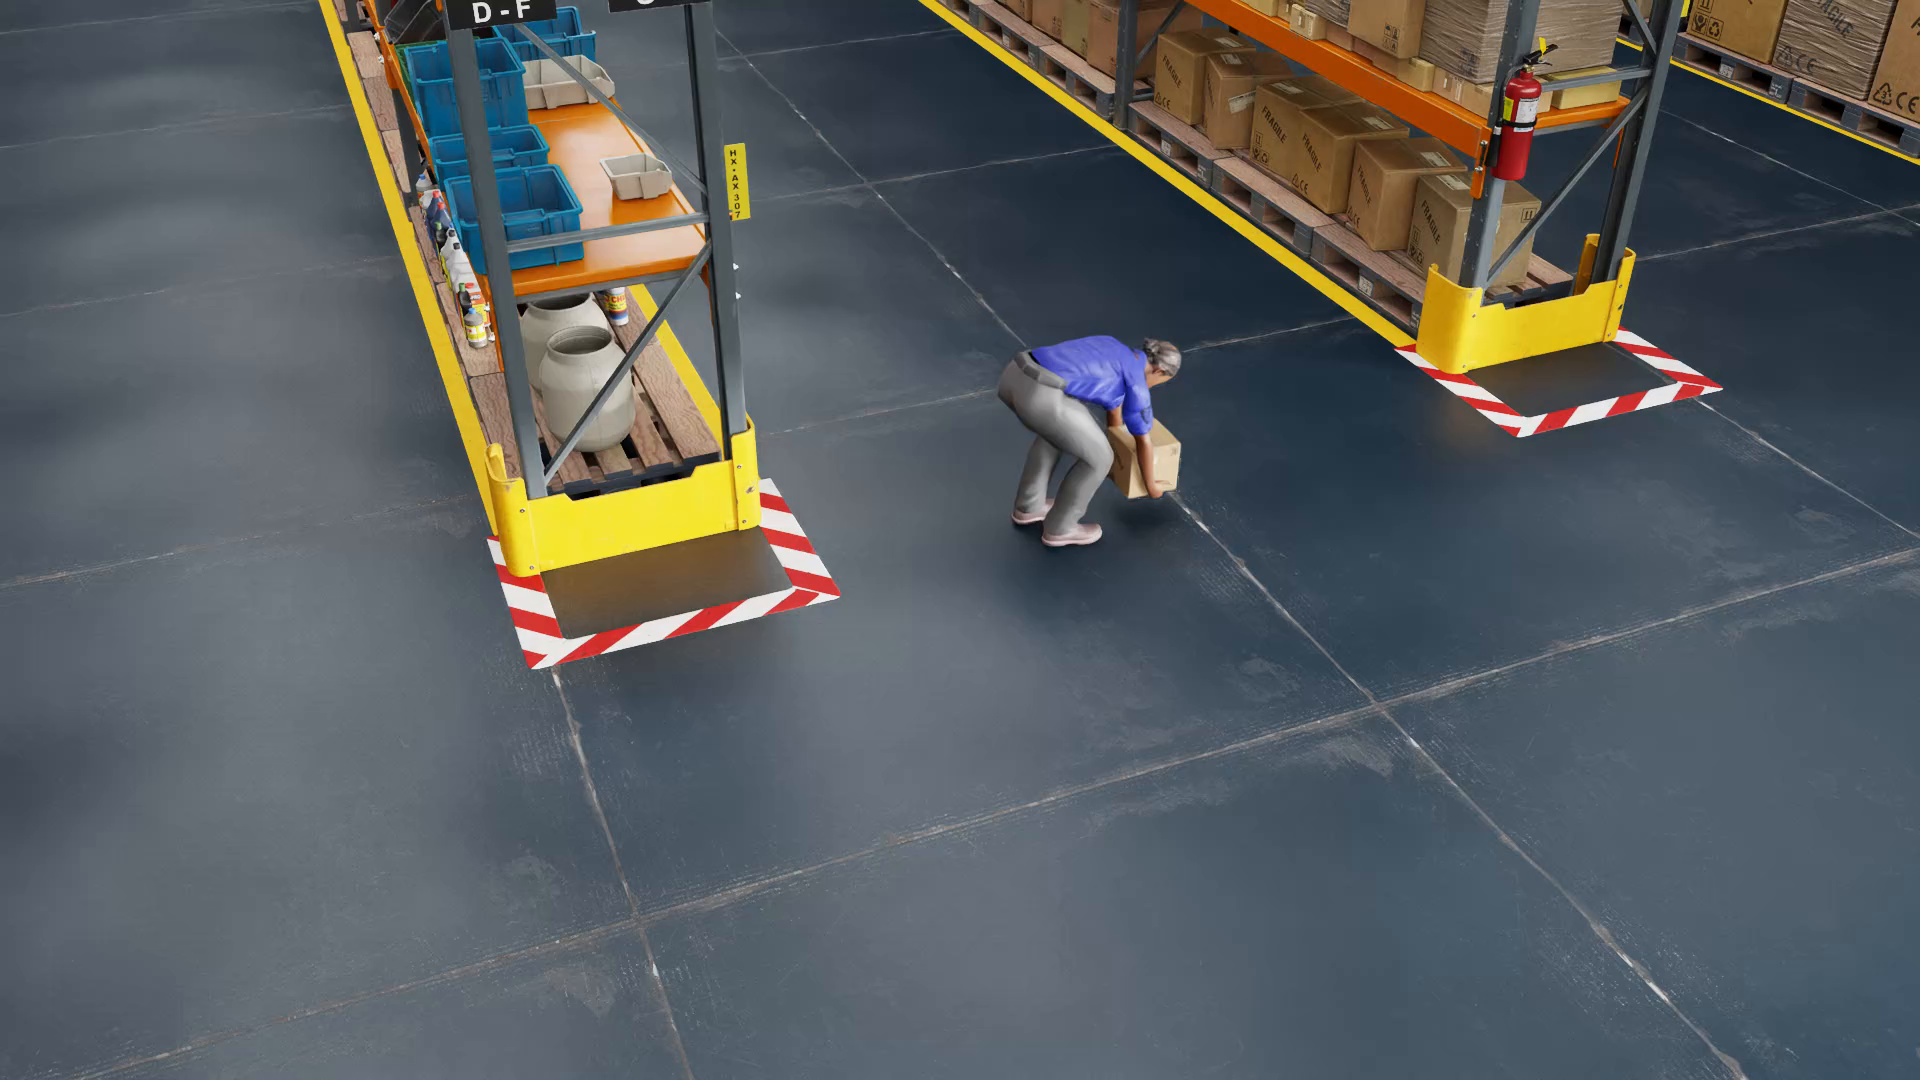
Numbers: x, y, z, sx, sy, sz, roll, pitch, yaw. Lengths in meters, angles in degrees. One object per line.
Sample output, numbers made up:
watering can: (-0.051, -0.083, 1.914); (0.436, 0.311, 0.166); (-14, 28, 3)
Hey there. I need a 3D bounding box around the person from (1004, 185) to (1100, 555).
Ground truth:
person: (0.398, -0.735, 7.250); (0.351, 1.654, 0.531); (-15, 37, -22)
